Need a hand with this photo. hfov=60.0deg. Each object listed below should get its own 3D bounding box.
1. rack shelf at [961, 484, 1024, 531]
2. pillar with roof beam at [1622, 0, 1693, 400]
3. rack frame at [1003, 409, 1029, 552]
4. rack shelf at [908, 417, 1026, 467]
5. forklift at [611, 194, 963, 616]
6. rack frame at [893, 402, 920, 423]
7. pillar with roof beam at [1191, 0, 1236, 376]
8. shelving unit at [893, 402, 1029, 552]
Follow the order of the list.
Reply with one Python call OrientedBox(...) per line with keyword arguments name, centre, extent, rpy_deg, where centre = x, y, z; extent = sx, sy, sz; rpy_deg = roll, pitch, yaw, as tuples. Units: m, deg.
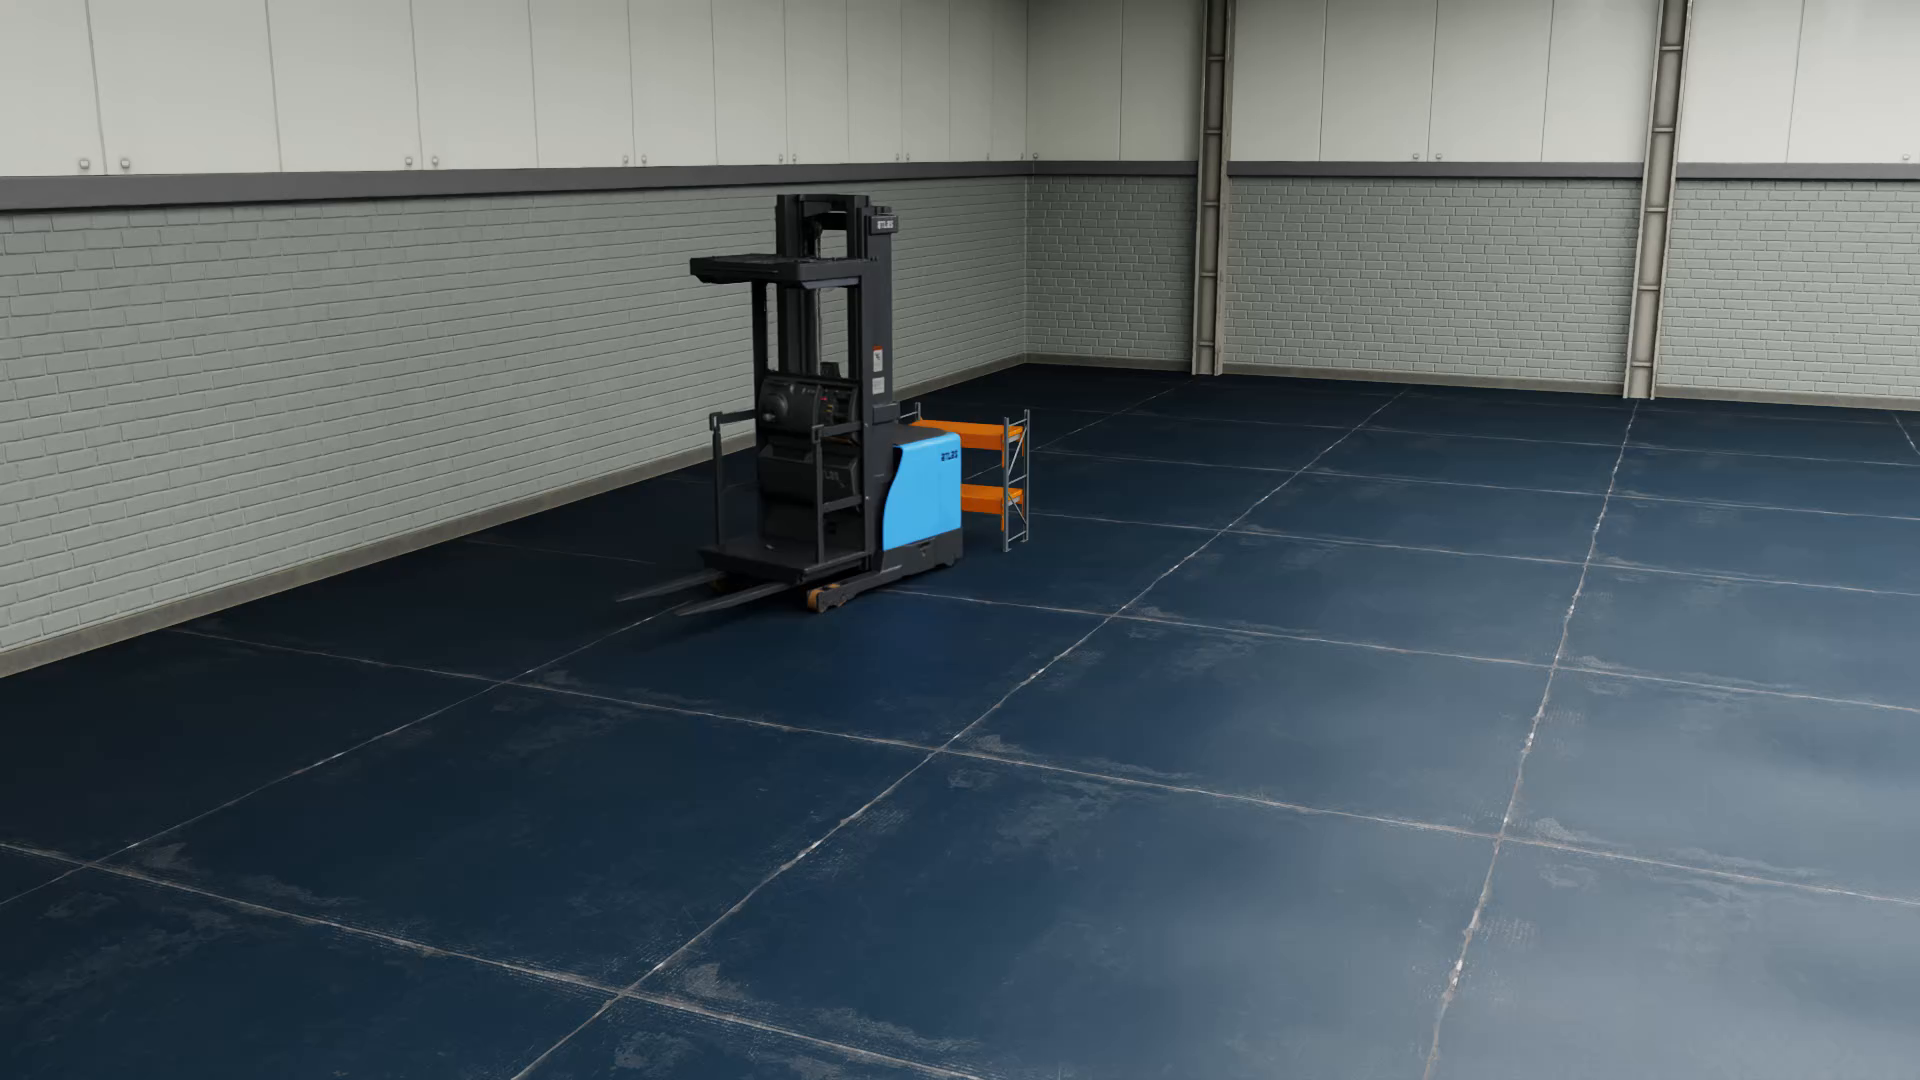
OrientedBox(name="rack shelf", centre=(0.006, -0.309, 14.180), extent=(1.000, 0.278, 0.538), rpy_deg=(6, 14, 23))
OrientedBox(name="pillar with roof beam", centre=(7.435, -5.413, 17.623), extent=(0.400, 9.000, 9.100), rpy_deg=(6, 14, 23))
OrientedBox(name="rack frame", centre=(0.471, -0.500, 13.923), extent=(0.032, 1.125, 0.500), rpy_deg=(6, 14, 23))
OrientedBox(name="rack shelf", centre=(0.006, -0.832, 14.057), extent=(1.000, 0.278, 0.538), rpy_deg=(6, 14, 23))
OrientedBox(name="forklift", centre=(-1.255, -1.029, 12.224), extent=(1.130, 2.935, 3.031), rpy_deg=(10, 16, 35))
OrientedBox(name="rack frame", centre=(-0.459, -0.594, 14.324), extent=(0.032, 1.125, 0.500), rpy_deg=(6, 14, 23))
OrientedBox(name="pillar with roof beam", centre=(1.949, -5.968, 19.989), extent=(0.400, 9.000, 9.100), rpy_deg=(6, 14, 23))
OrientedBox(name="shelving unit", centre=(0.006, -0.547, 14.124), extent=(1.048, 1.125, 0.538), rpy_deg=(6, 14, 23))
